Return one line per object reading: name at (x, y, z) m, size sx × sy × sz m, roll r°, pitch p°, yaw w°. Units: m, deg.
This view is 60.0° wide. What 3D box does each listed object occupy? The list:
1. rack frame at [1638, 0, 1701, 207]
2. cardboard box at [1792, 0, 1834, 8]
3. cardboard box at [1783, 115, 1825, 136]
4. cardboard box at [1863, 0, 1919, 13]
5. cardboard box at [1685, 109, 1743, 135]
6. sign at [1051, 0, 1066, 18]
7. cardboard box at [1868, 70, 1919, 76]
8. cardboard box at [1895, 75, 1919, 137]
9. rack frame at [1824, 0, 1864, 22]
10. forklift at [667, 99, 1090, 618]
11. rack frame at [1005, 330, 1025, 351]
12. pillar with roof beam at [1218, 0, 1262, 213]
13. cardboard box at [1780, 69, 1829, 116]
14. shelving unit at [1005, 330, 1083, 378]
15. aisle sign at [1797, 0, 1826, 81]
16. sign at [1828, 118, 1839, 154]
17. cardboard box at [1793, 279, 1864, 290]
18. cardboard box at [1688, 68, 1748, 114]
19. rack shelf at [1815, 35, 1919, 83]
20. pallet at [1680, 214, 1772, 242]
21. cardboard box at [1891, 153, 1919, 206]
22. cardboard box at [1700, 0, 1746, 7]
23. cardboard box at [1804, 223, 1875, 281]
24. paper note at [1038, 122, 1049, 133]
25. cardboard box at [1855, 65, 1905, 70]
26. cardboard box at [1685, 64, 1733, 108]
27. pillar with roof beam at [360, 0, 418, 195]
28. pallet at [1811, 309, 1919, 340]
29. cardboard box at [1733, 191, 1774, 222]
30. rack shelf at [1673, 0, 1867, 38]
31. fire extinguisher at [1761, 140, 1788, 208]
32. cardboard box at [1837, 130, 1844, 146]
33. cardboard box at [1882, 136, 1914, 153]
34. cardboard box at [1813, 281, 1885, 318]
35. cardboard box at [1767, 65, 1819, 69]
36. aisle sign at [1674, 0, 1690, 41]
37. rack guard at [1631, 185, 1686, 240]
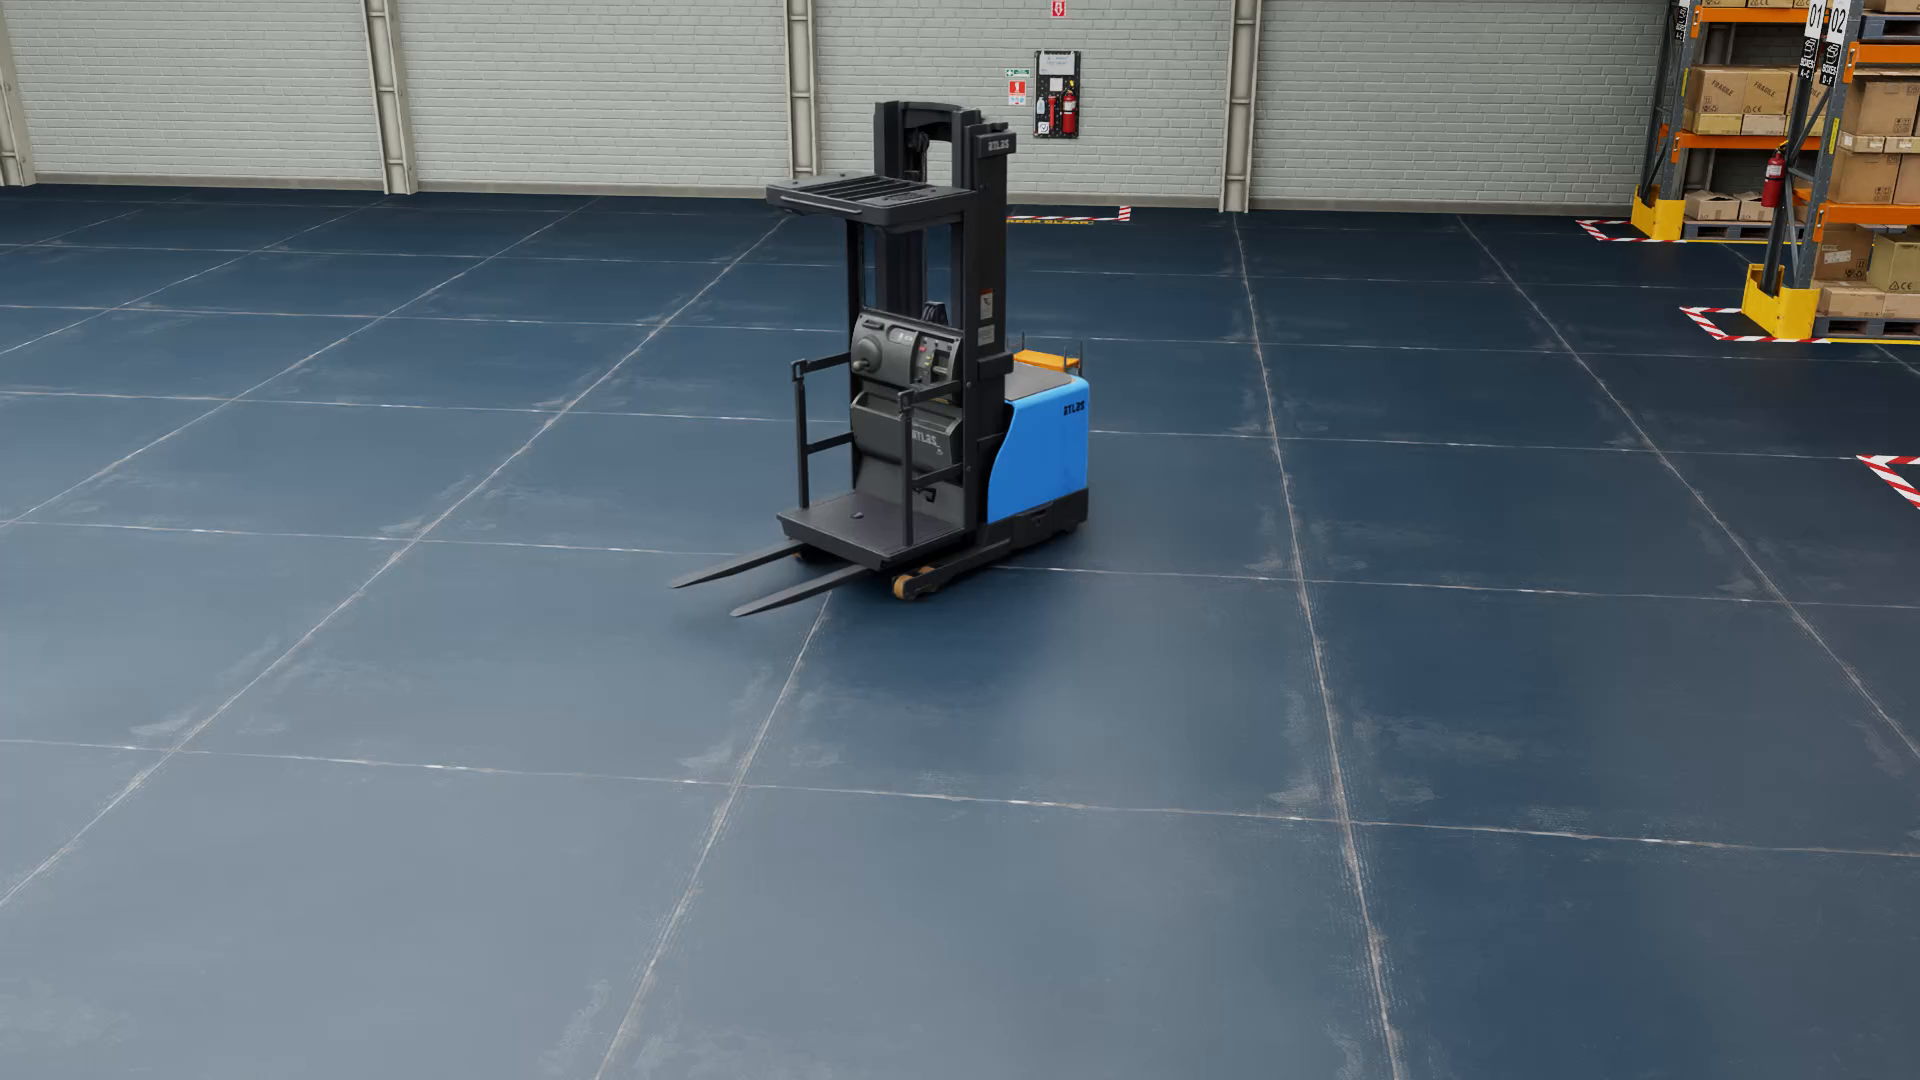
rack frame at (8.934, -5.402, 21.025) m, size 0.127 × 3.000 × 1.000 m, roll 2°, pitch 22°, yaw 6°
cardboard box at (10.282, -6.690, 20.039) m, size 0.500 × 0.500 × 0.500 m, roll 4°, pitch 22°, yaw 9°
cardboard box at (10.404, -5.163, 20.597) m, size 0.500 × 0.250 × 0.500 m, roll 2°, pitch 22°, yaw 5°
cardboard box at (8.925, -5.271, 15.710) m, size 0.637 × 0.503 × 0.797 m, roll 4°, pitch 22°, yaw 10°
cardboard box at (9.381, -5.205, 20.702) m, size 0.500 × 0.250 × 0.500 m, roll 2°, pitch 22°, yaw 5°
sign at (1.327, -7.183, 22.376) m, size 0.199 × 0.298 × 0.001 m, roll 2°, pitch 22°, yaw 6°
cardboard box at (11.405, -5.470, 20.354) m, size 0.500 × 0.500 × 0.500 m, roll 2°, pitch 22°, yaw 5°
cardboard box at (9.393, -4.195, 16.072) m, size 0.500 × 0.500 × 0.700 m, roll 2°, pitch 22°, yaw 5°
rack frame at (8.355, -6.383, 15.347) m, size 0.127 × 3.000 × 1.000 m, roll 2°, pitch 22°, yaw 6°
forklift at (-0.494, -1.191, 10.465) m, size 1.130 × 2.935 × 3.031 m, roll 20°, pitch 29°, yaw 41°
rack frame at (0.395, -0.920, 12.135) m, size 0.015 × 1.200 × 0.240 m, roll 14°, pitch 26°, yaw 32°
pillar with roof beam at (3.266, -7.166, 17.325) m, size 0.400 × 9.000 × 9.100 m, roll 2°, pitch 22°, yaw 6°
cardboard box at (10.375, -5.511, 20.455) m, size 0.500 × 0.500 × 0.500 m, roll 2°, pitch 22°, yaw 5°
shelving unit at (0.595, -0.869, 12.005) m, size 0.503 × 1.200 × 0.258 m, roll 14°, pitch 26°, yaw 32°
aisle sign at (8.324, -4.913, 16.250) m, size 0.004 × 0.787 × 0.394 m, roll 2°, pitch 22°, yaw 6°
sign at (8.284, -3.831, 15.764) m, size 0.005 × 0.325 × 0.100 m, roll 2°, pitch 22°, yaw 6°
cardboard box at (8.922, -2.595, 17.092) m, size 0.500 × 0.250 × 0.500 m, roll 2°, pitch 22°, yaw 6°
cardboard box at (9.373, -5.560, 20.581) m, size 0.500 × 0.500 × 0.500 m, roll 3°, pitch 22°, yaw 6°
rack shelf at (10.341, -4.567, 15.812) m, size 4.000 × 0.370 × 1.077 m, roll 2°, pitch 22°, yaw 6°
pallet at (9.812, -4.054, 21.408) m, size 1.213 × 0.211 × 1.003 m, roll 2°, pitch 22°, yaw 6°
cardboard box at (9.339, -3.594, 16.315) m, size 0.500 × 0.500 × 0.700 m, roll 3°, pitch 22°, yaw 8°
cardboard box at (9.237, -6.747, 20.184) m, size 0.500 × 0.500 × 0.500 m, roll 3°, pitch 22°, yaw 8°
cardboard box at (8.923, -2.944, 16.956) m, size 0.500 × 0.500 × 0.500 m, roll 2°, pitch 22°, yaw 6°
paper note at (1.156, -5.692, 22.954) m, size 0.142 × 0.148 × 0.016 m, roll 2°, pitch 22°, yaw 6°
cardboard box at (11.457, -5.662, 20.837) m, size 0.500 × 0.500 × 0.500 m, roll 3°, pitch 22°, yaw 8°
cardboard box at (9.427, -5.748, 21.056) m, size 0.500 × 0.500 × 0.500 m, roll 2°, pitch 22°, yaw 6°
pillar with roof beam at (-8.650, -7.685, 18.638) m, size 0.400 × 9.000 × 9.100 m, roll 2°, pitch 22°, yaw 6°
pallet at (9.119, -2.279, 16.917) m, size 1.213 × 0.211 × 1.003 m, roll 2°, pitch 22°, yaw 6°
cardboard box at (10.177, -4.269, 21.217) m, size 0.500 × 0.311 × 0.500 m, roll 4°, pitch 22°, yaw 11°
rack shelf at (10.920, -6.376, 20.387) m, size 4.000 × 0.370 × 1.077 m, roll 2°, pitch 22°, yaw 6°
fire extinguisher at (8.292, -3.732, 16.906) m, size 0.183 × 0.674 × 0.296 m, roll 2°, pitch 22°, yaw 6°
cardboard box at (8.757, -3.995, 16.446) m, size 0.250 × 0.149 × 0.380 m, roll 2°, pitch 22°, yaw 5°
cardboard box at (8.982, -3.836, 16.044) m, size 0.250 × 0.149 × 0.380 m, roll 2°, pitch 22°, yaw 5°
cardboard box at (8.861, -2.406, 16.614) m, size 0.500 × 0.250 × 0.500 m, roll 2°, pitch 22°, yaw 6°
cardboard box at (10.440, -5.702, 20.939) m, size 0.500 × 0.500 × 0.500 m, roll 2°, pitch 22°, yaw 5°
aisle sign at (8.827, -6.505, 20.278) m, size 0.004 × 0.787 × 0.394 m, roll 2°, pitch 22°, yaw 6°
rack guard at (9.010, -4.237, 21.476) m, size 0.348 × 0.500 × 1.175 m, roll 2°, pitch 22°, yaw 6°
